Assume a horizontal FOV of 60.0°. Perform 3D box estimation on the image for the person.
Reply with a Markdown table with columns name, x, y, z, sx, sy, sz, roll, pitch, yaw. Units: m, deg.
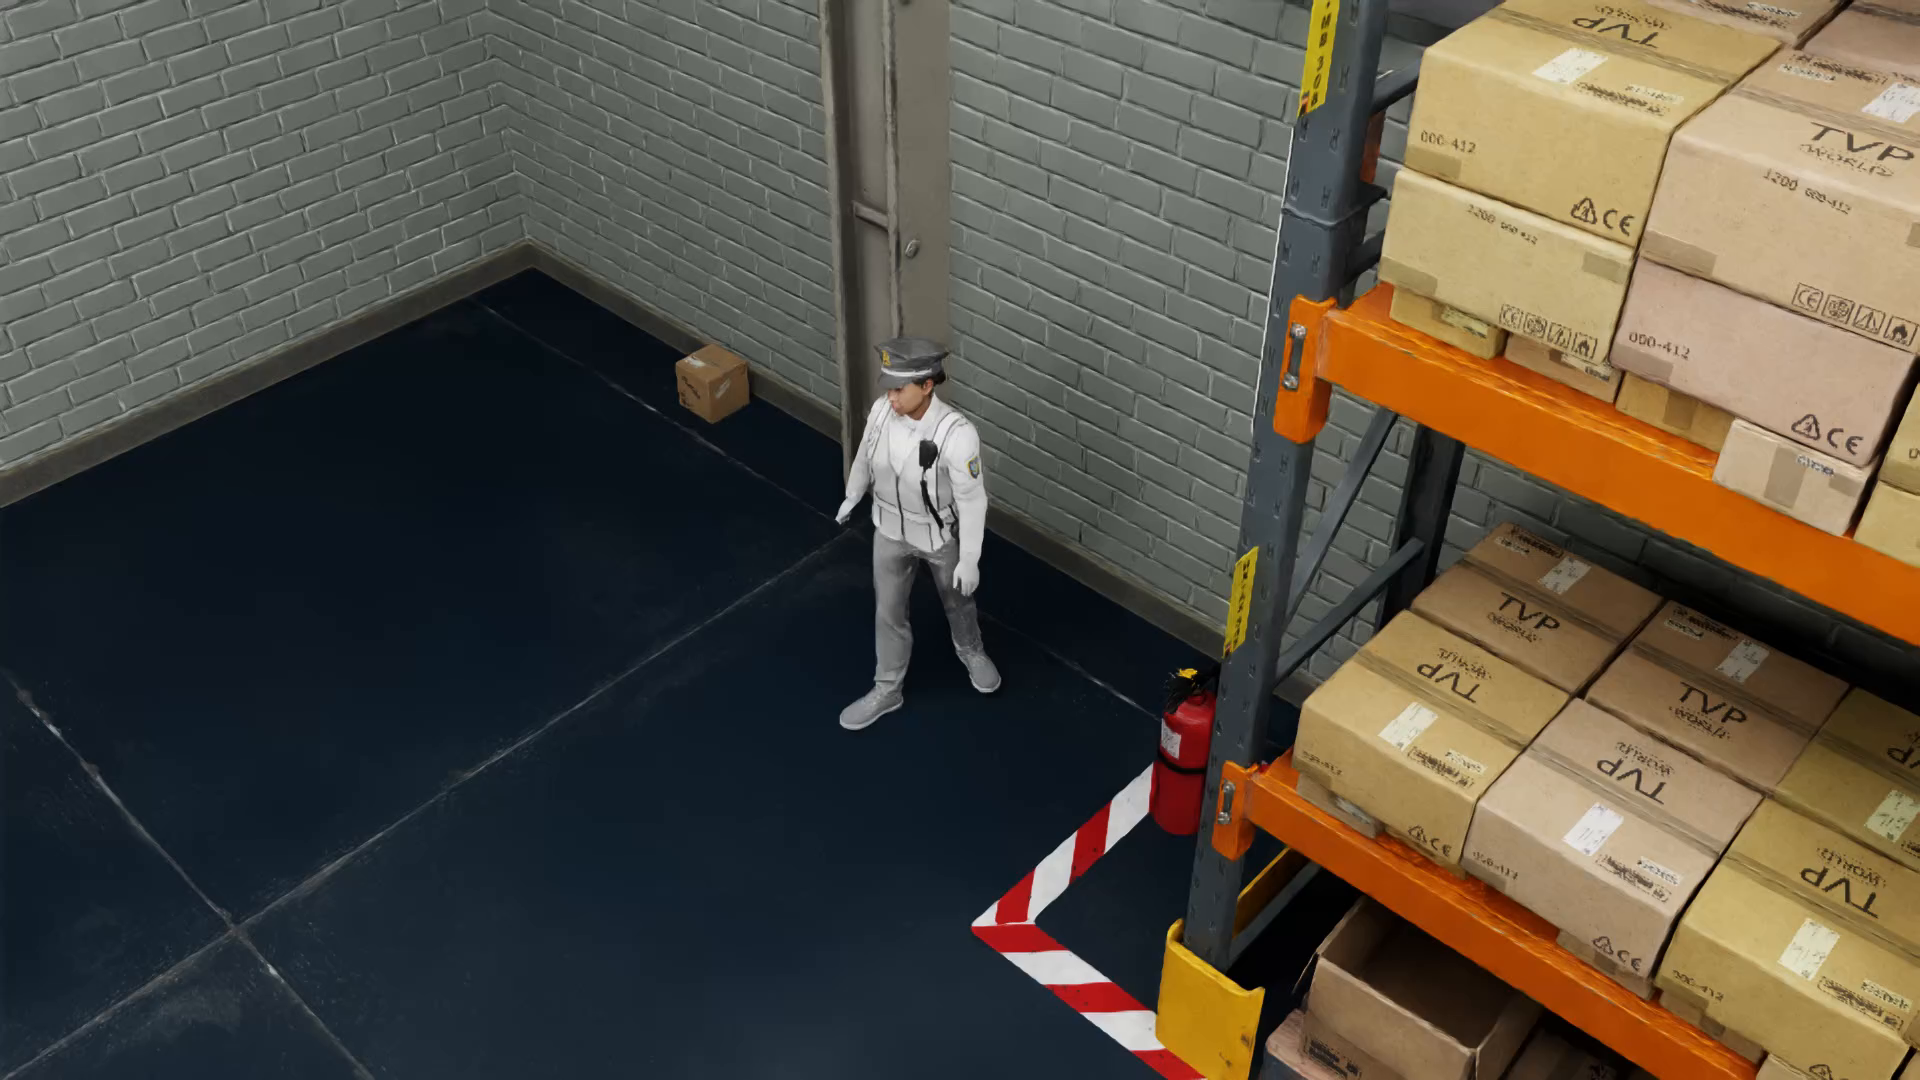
| name | x | y | z | sx | sy | sz | roll | pitch | yaw |
| --- | --- | --- | --- | --- | --- | --- | --- | --- | --- |
| person | -0.202 | -0.037 | 6.175 | 0.666 | 1.663 | 0.642 | 19 | 43 | 21 |
